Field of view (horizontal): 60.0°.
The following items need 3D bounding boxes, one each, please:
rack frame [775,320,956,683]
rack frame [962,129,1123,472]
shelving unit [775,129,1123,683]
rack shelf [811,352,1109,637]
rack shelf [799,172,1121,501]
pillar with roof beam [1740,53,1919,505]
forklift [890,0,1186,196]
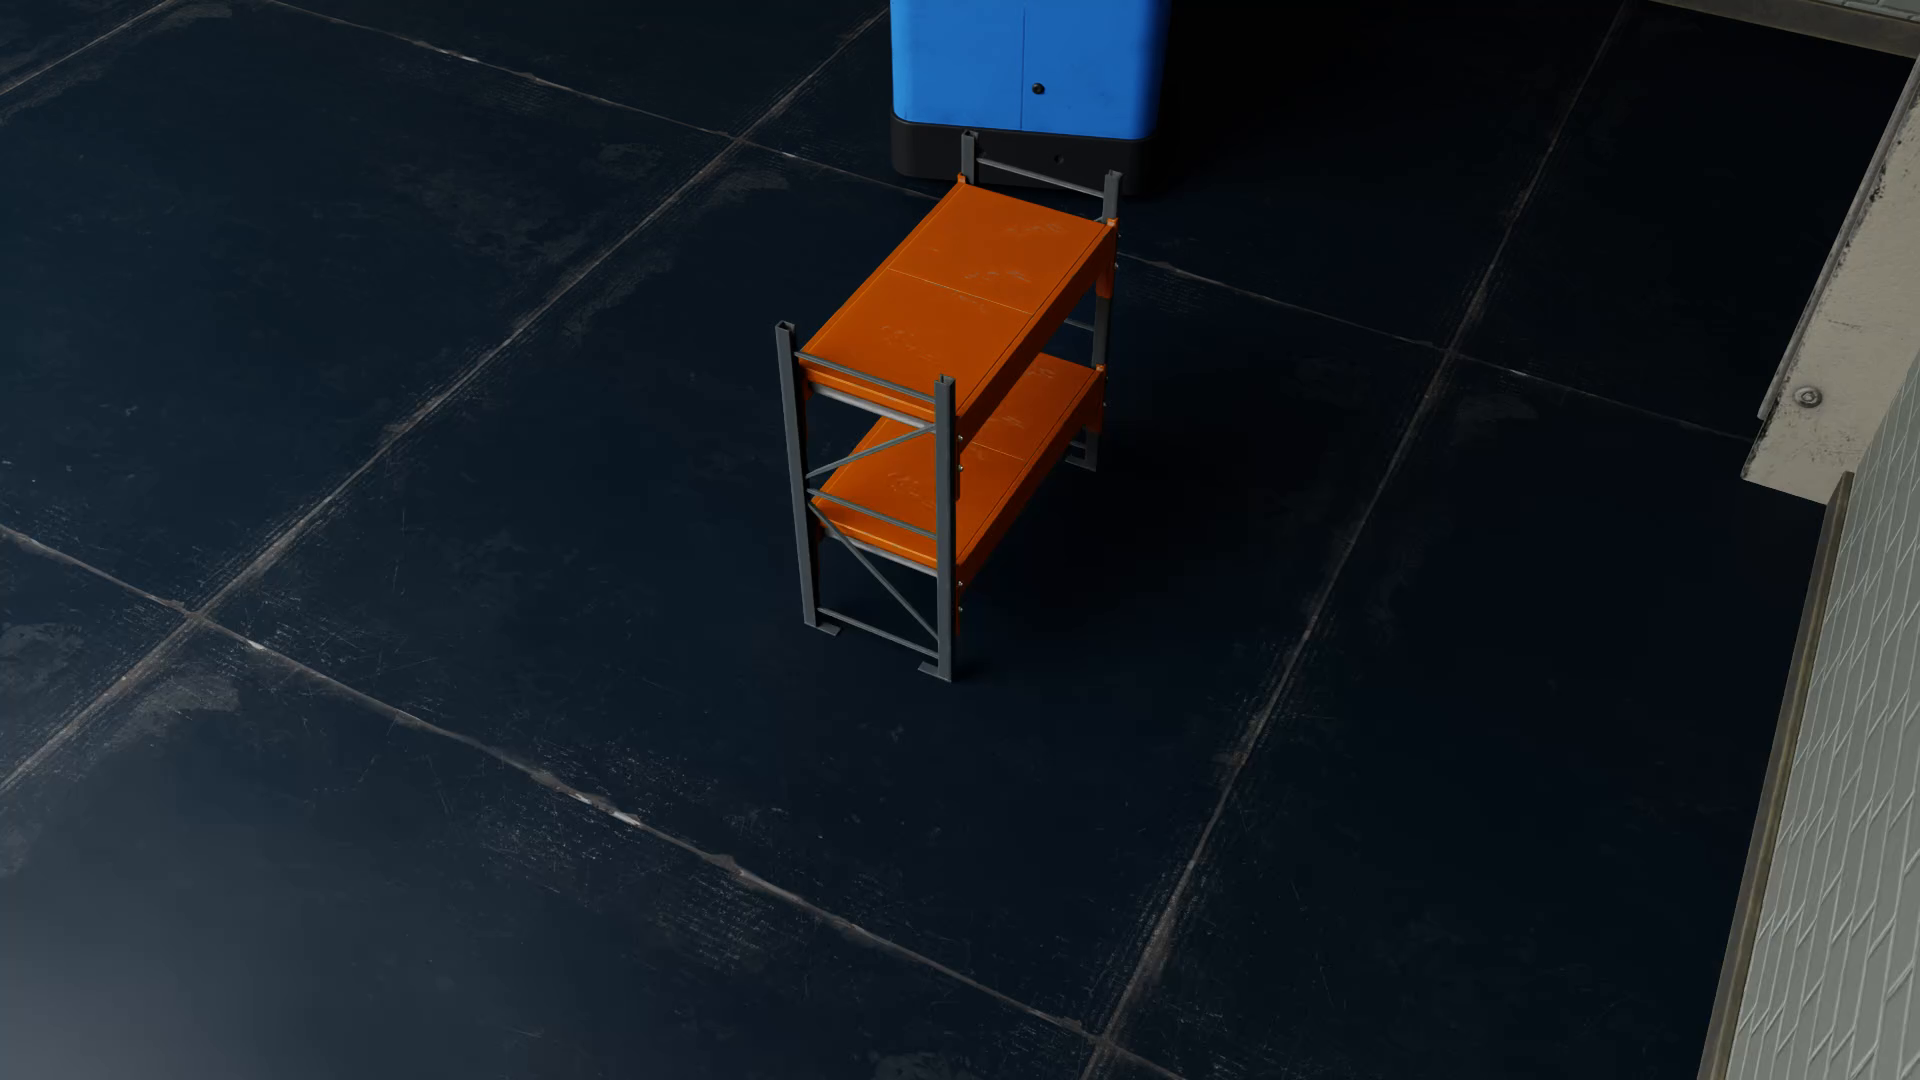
[{"bbox_3d":[-0.239,-0.071,4.529,0.500,1.125,0.032,20,49,19],"label":"rack frame"},{"bbox_3d":[0.233,-0.711,5.162,0.500,1.125,0.032,20,49,19],"label":"rack frame"},{"bbox_3d":[-0.003,-0.391,4.846,0.538,1.125,1.048,20,49,19],"label":"shelving unit"},{"bbox_3d":[-0.003,-0.219,5.020,0.538,0.278,1.000,20,49,19],"label":"rack shelf"},{"bbox_3d":[-0.003,-0.597,4.638,0.538,0.278,1.000,20,49,19],"label":"rack shelf"},{"bbox_3d":[-1.028,-4.862,3.728,9.100,9.000,0.400,20,49,19],"label":"pillar with roof beam"},{"bbox_3d":[0.459,-3.430,6.580,1.130,2.935,3.031,6,46,6],"label":"forklift"}]
